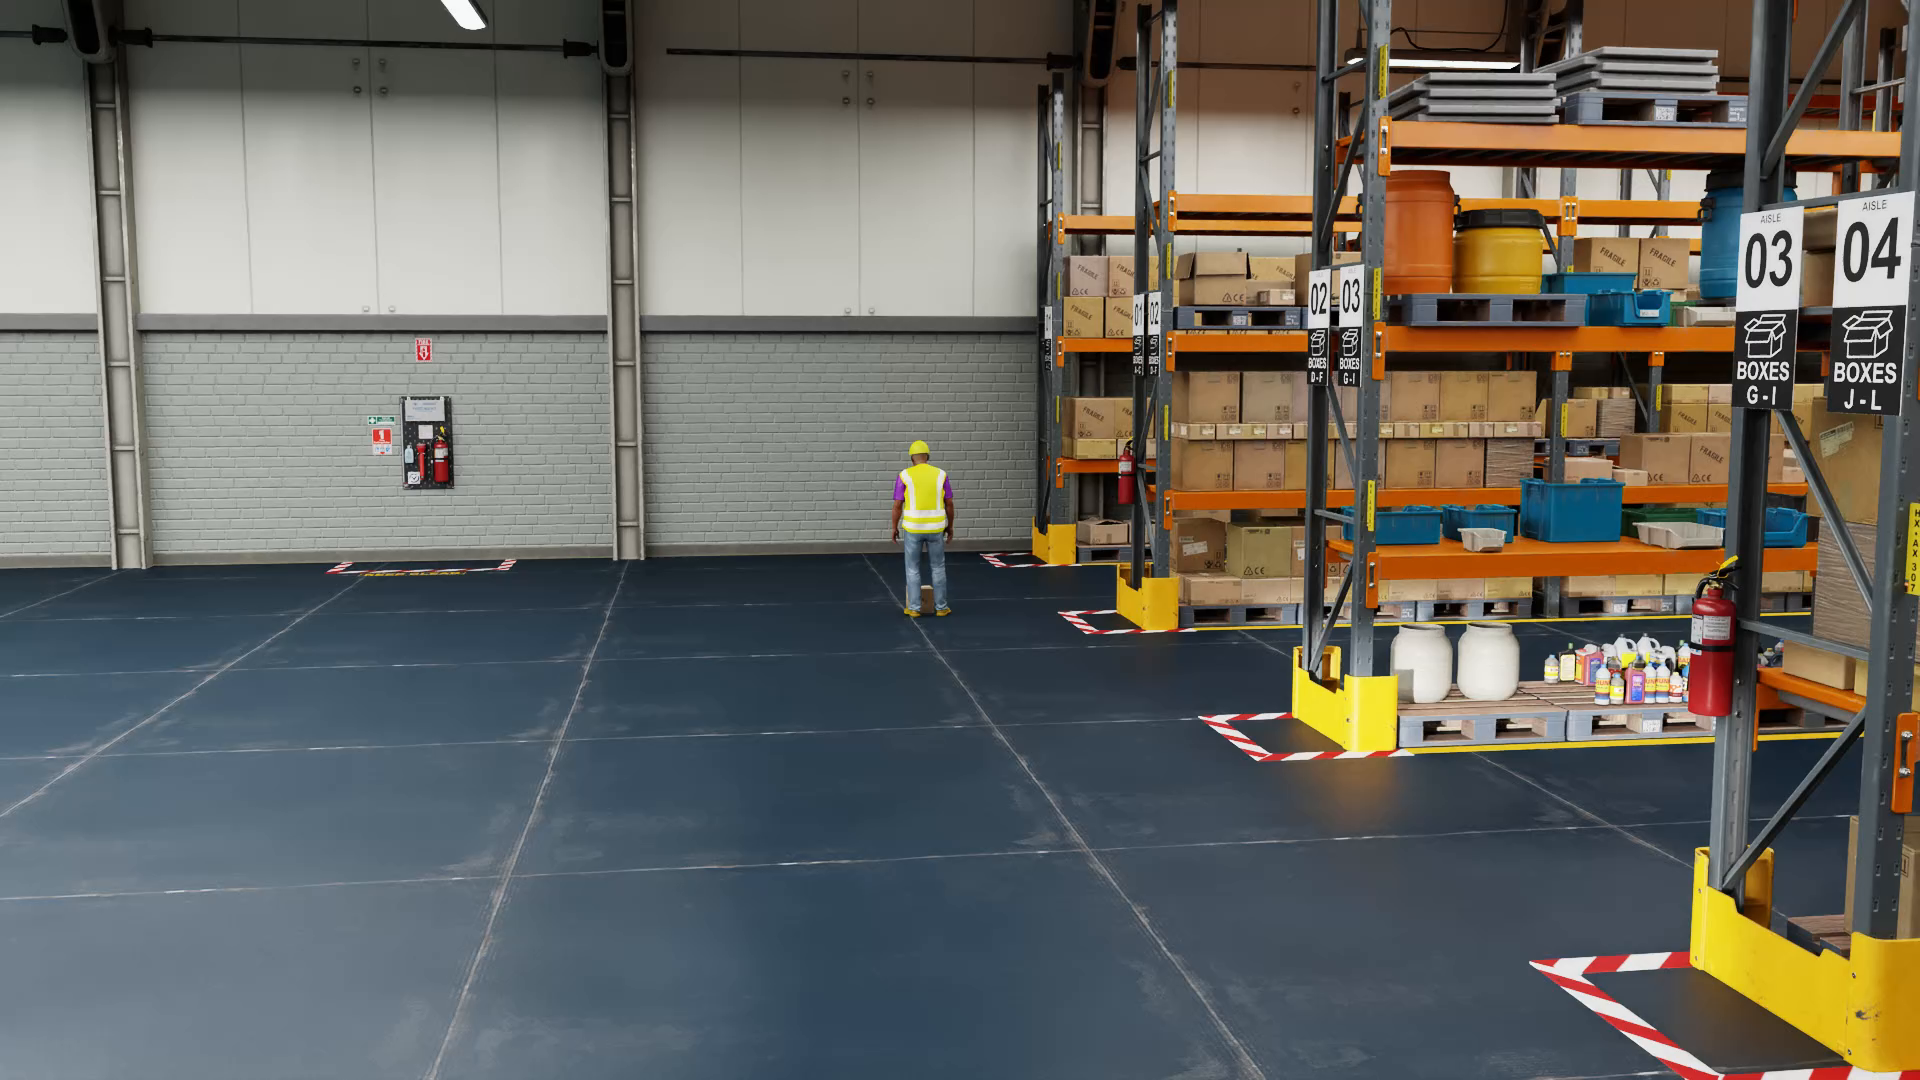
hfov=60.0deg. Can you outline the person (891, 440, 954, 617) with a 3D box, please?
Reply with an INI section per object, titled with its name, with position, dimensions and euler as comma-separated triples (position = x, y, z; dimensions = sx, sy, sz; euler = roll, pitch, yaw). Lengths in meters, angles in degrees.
[person]
position = -0.372, -0.117, 16.667
dimensions = 0.637, 1.761, 0.455
euler = -1, 7, -11
